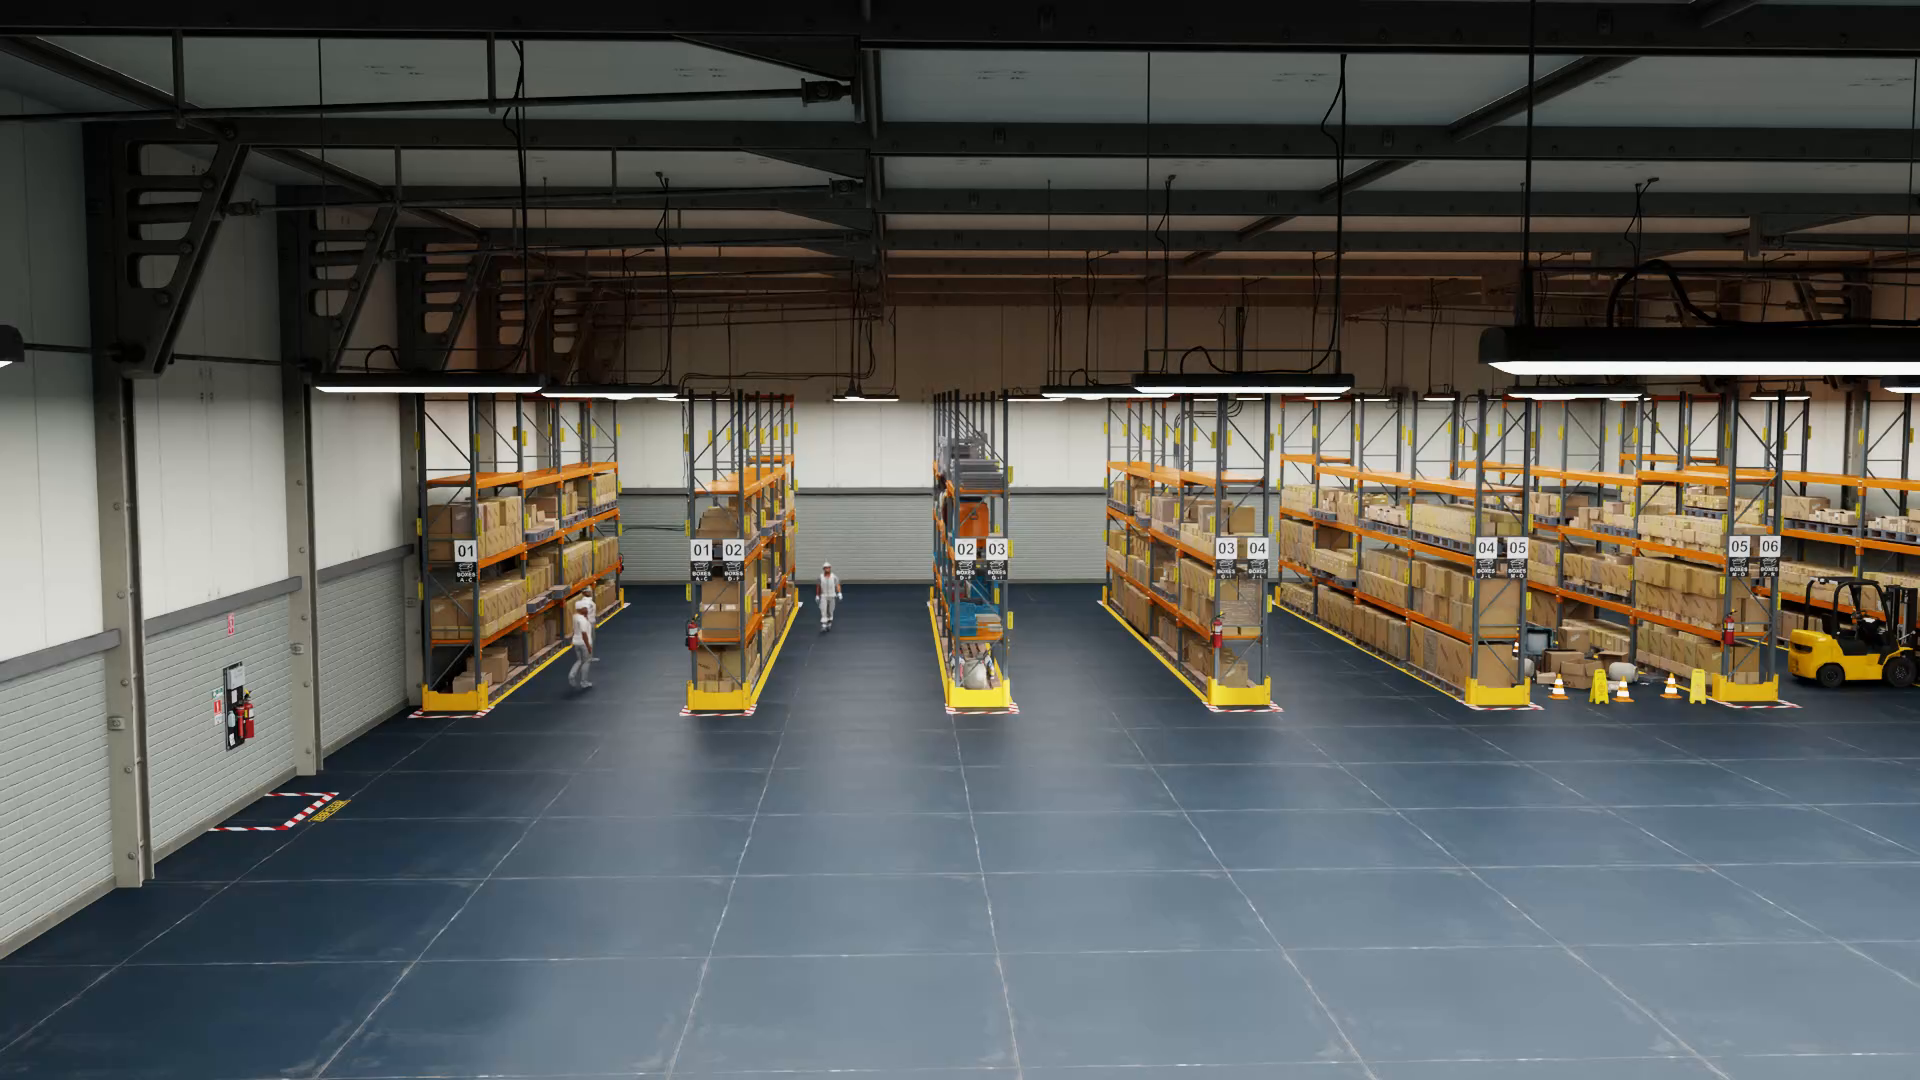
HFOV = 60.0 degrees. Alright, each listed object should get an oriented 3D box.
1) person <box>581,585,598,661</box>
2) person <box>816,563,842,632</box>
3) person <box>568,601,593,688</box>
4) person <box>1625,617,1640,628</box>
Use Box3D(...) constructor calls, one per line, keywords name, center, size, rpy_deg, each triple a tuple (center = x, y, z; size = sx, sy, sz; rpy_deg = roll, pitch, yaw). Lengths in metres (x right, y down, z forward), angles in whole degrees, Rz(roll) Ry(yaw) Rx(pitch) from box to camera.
Box3D(name="person", center=(-8.260, 1.867, 37.106), size=(0.375, 1.731, 0.509), rpy_deg=(-1, 5, -14))
Box3D(name="person", center=(-3.285, 1.431, 41.661), size=(0.652, 1.719, 1.092), rpy_deg=(-1, 5, -7))
Box3D(name="person", center=(-7.644, 2.098, 33.490), size=(0.562, 1.760, 0.543), rpy_deg=(3, 5, 31))
Box3D(name="person", center=(17.272, 1.434, 42.575), size=(0.427, 1.673, 0.571), rpy_deg=(3, 5, 28))
